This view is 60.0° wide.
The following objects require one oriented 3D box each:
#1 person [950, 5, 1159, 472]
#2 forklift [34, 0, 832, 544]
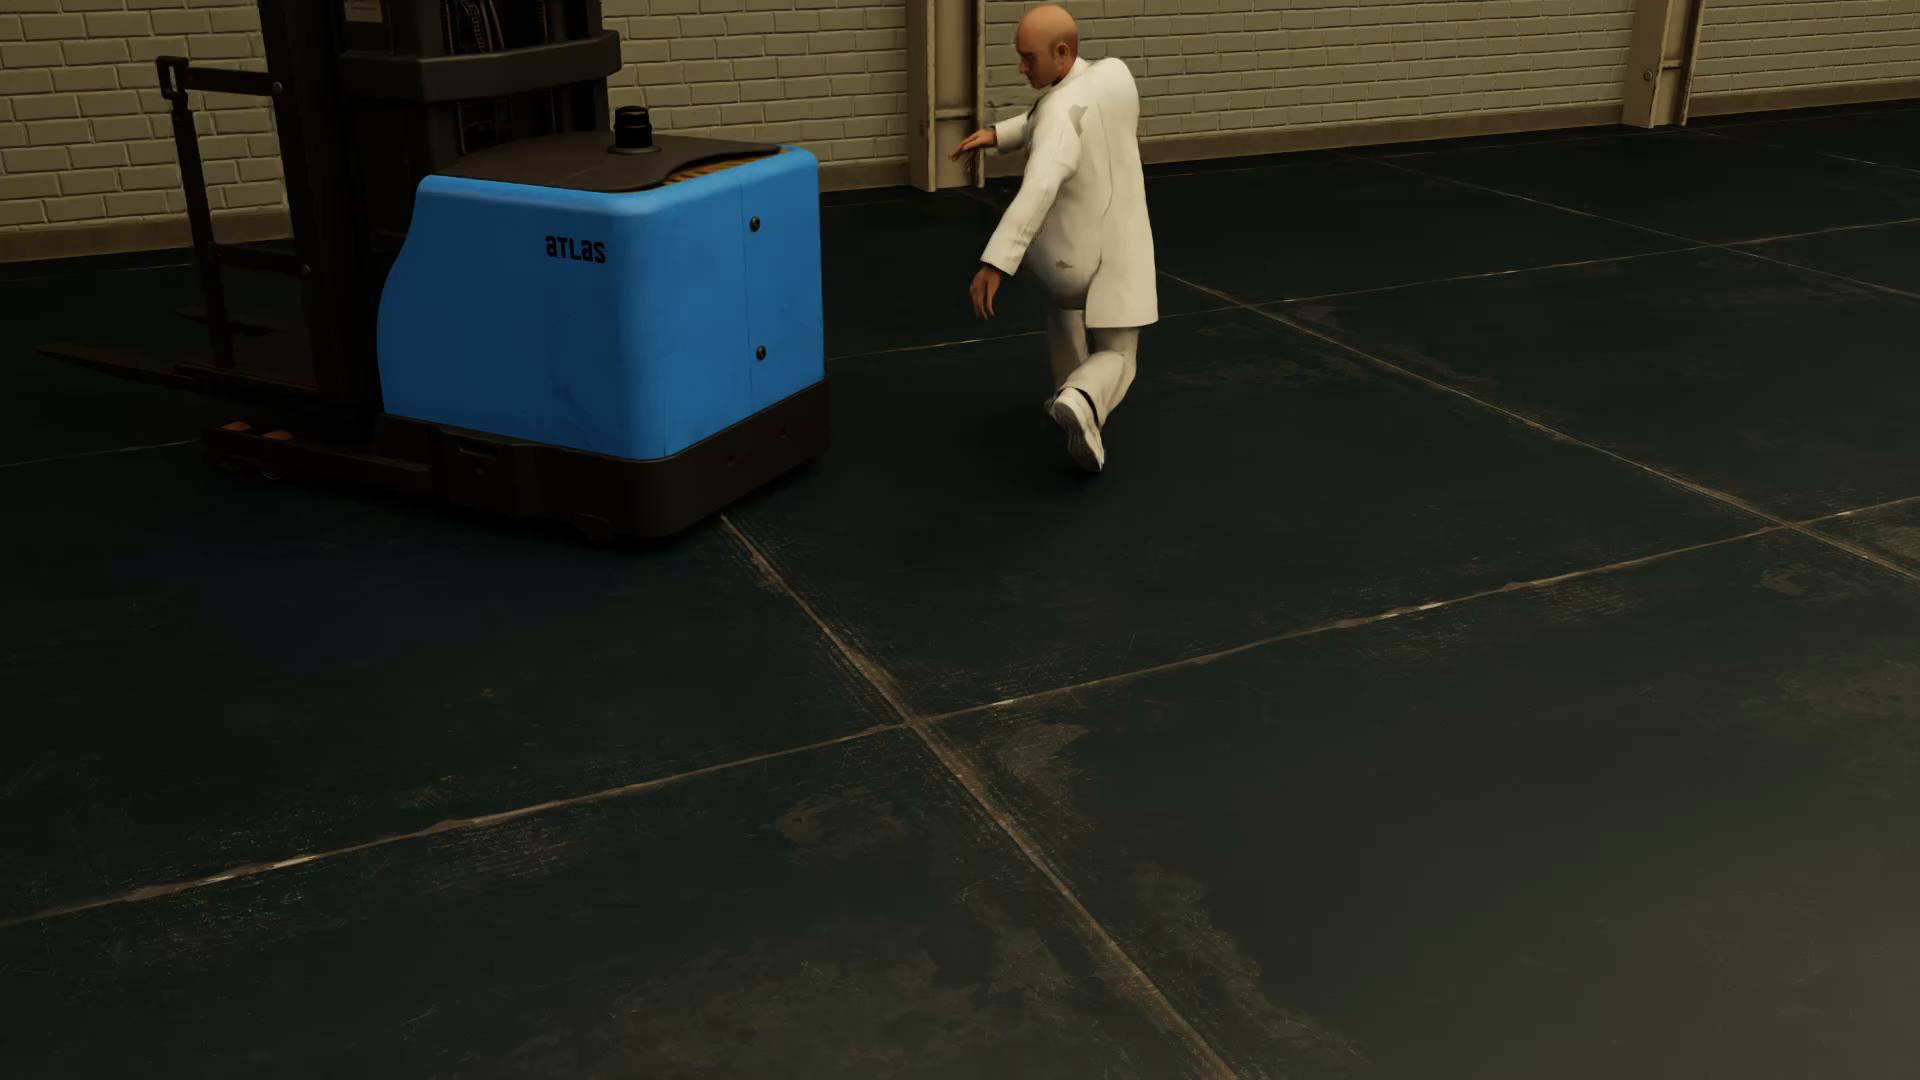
[{"bbox_3d":[0.341,-1.018,5.669,0.723,1.537,0.973,-4,23,-9],"label":"person"},{"bbox_3d":[-1.992,-1.722,5.431,3.031,2.935,1.130,11,25,25],"label":"forklift"}]
